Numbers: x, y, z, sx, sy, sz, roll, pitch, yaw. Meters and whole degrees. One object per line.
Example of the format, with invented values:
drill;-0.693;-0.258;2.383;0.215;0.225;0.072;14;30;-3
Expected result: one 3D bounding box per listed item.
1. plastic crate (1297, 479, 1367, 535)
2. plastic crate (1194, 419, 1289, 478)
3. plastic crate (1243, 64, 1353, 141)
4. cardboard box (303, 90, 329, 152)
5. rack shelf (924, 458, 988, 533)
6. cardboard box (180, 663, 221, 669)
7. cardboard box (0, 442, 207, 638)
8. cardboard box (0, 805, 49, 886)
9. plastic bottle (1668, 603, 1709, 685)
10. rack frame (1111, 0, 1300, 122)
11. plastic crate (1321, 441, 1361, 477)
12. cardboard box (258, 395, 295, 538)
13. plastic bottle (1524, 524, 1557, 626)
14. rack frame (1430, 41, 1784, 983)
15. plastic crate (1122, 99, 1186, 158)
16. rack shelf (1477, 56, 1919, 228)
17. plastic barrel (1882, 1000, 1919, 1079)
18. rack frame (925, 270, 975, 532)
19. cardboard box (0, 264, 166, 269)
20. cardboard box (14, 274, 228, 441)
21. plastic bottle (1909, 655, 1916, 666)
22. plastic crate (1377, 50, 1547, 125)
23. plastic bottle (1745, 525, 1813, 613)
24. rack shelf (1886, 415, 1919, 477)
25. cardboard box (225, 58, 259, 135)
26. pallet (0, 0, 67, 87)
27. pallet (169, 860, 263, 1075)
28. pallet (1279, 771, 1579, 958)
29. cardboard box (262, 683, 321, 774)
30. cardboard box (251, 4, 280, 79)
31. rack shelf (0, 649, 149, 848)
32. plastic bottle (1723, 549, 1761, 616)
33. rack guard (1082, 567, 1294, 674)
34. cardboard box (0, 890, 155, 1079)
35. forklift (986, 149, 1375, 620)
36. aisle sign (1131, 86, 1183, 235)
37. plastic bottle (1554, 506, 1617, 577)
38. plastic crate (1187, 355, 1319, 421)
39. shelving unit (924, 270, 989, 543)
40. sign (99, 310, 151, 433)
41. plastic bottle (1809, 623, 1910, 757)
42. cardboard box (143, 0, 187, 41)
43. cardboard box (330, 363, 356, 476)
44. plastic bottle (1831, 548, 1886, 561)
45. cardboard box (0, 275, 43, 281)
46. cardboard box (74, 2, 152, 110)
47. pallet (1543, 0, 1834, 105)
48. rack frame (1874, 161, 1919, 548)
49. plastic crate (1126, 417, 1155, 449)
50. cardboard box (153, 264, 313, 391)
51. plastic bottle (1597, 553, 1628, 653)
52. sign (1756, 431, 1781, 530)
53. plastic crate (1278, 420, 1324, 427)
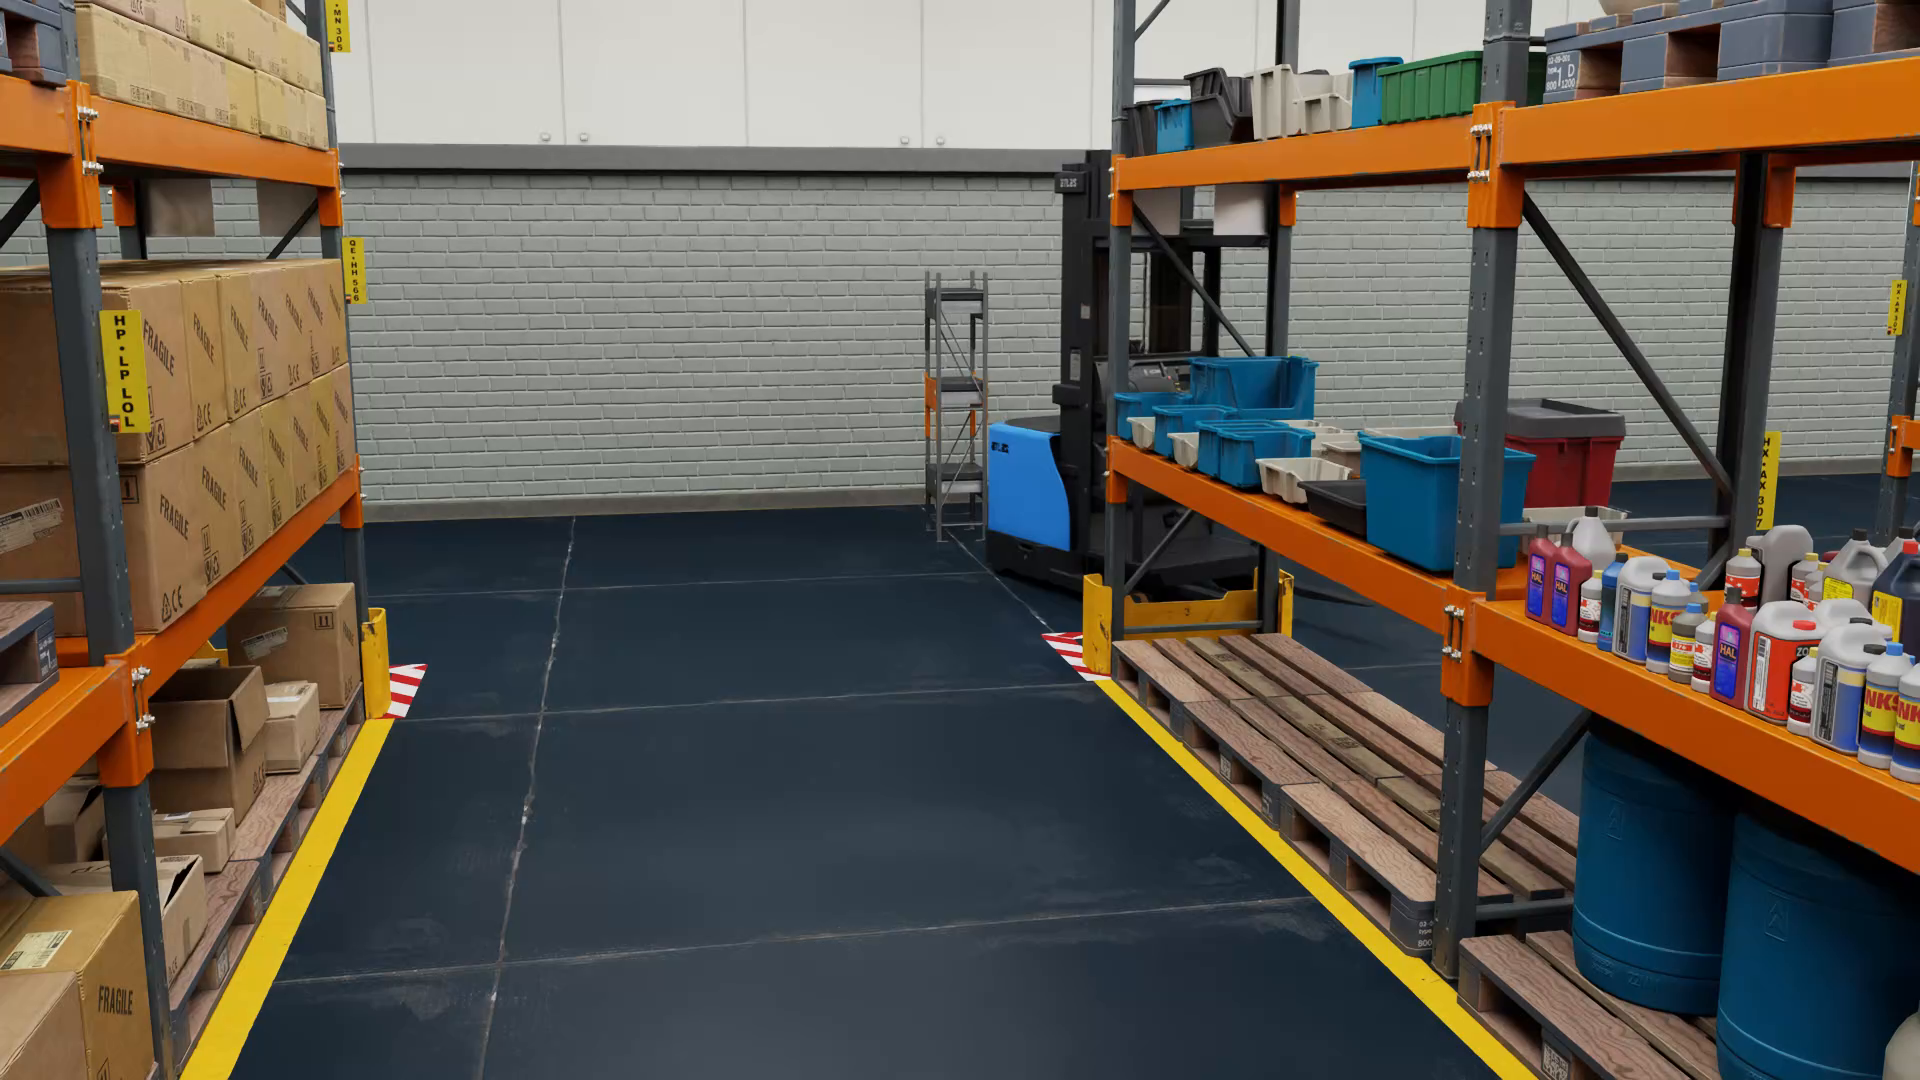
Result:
plastic crate;1.611;-0.128;6.420;0.437;0.125;0.590;-2;11;-11
plastic crate;1.295;-0.420;7.668;0.416;0.233;0.300;-2;11;-11
plastic crate;1.442;-1.769;6.763;0.437;0.282;0.530;-2;11;-11
cardboard box;-3.187;-1.907;7.573;0.500;0.250;0.500;-2;11;-11
rack shelf;-0.032;-0.361;13.293;0.431;0.518;0.480;-2;11;-11
cardboard box;-3.621;0.744;7.440;0.500;0.250;0.500;-2;11;-11
cardboard box;-2.600;-0.011;4.964;0.500;0.500;0.500;-2;11;-10
cardboard box;-3.157;1.059;5.117;0.500;0.500;0.500;-2;11;-11
plastic bottle;1.894;0.266;4.309;0.097;0.201;0.097;0;11;0
rack frame;1.314;-3.719;8.666;1.000;3.000;0.127;-2;11;-11
plastic crate;1.846;-0.371;7.668;0.298;0.136;0.250;-2;11;-11
cardboard box;-2.898;-0.290;6.429;0.500;0.500;0.500;-2;11;-12
plastic bottle;1.745;0.102;4.949;0.061;0.283;0.133;-2;11;-11
rack frame;2.092;-0.038;5.373;1.000;3.000;0.127;-2;11;-11
plastic crate;1.115;-2.100;8.535;0.497;0.269;0.590;-2;11;-11
rack shelf;2.481;-0.791;3.232;1.077;0.370;4.000;-2;11;-11
plastic barrel;2.341;1.315;3.795;0.421;0.512;0.421;0;11;0
rack frame;-0.080;-1.107;13.395;0.400;2.100;0.015;-2;11;-11
cardboard box;-3.516;-0.854;6.718;0.500;0.500;0.500;-2;11;-10
cardboard box;-2.684;-0.590;5.332;0.500;0.500;0.500;-2;11;-13
plastic bottle;2.152;0.363;3.799;0.097;0.201;0.097;0;11;0
plastic crate;1.713;-1.474;5.463;0.450;0.188;0.662;-2;11;-11
plastic bottle;2.486;0.084;5.066;0.152;0.276;0.135;-2;11;-11
rack shelf;6.561;-0.231;8.314;1.077;0.370;4.000;-2;11;-11
cardboard box;-2.909;-1.632;6.125;0.500;0.250;0.500;-2;11;-11
pallet;-2.710;-1.117;3.525;1.213;0.211;1.003;-2;11;-11
pallet;-2.900;1.386;5.353;1.003;0.211;1.213;-2;11;-11
pallet;1.911;1.199;6.335;1.003;0.211;1.213;-2;11;-11
cardboard box;-3.043;0.809;7.102;0.500;0.250;0.500;-2;11;-11
cardboard box;-3.005;-1.969;6.561;0.500;0.250;0.500;-2;11;-11
rack shelf;-2.379;0.862;2.570;1.077;0.370;4.000;-2;11;-11
plastic bottle;2.367;0.128;5.032;0.097;0.201;0.097;0;11;0
rack guard;1.296;0.453;9.482;1.175;0.500;0.348;-2;11;-11
cardboard box;-2.391;1.234;4.202;0.500;0.500;0.500;-2;11;-11
forklift;1.400;-1.039;10.815;1.130;2.935;3.031;-7;13;-32
aisle sign;1.009;-2.051;8.997;0.394;0.787;0.004;-2;11;-11
plastic bottle;1.850;0.070;4.937;0.144;0.351;0.185;-2;11;-11
plastic crate;1.562;-0.764;8.931;0.616;0.435;0.499;-2;11;-11
shelving unit;-0.032;-1.062;13.160;0.431;2.100;0.503;-2;11;-11
sign;-2.224;-0.448;4.431;0.100;0.325;0.005;-2;11;-11
plastic bottle;2.033;0.334;3.750;0.152;0.276;0.135;-2;11;-11
cardboard box;-2.718;-1.694;5.114;0.500;0.250;0.500;-2;11;-11
cardboard box;-3.192;-0.569;7.896;0.500;0.500;0.500;-2;11;-9
plastic bottle;2.557;0.151;4.714;0.152;0.276;0.135;-2;11;-11
cardboard box;-3.222;-0.576;5.258;0.500;0.500;0.500;-2;11;-12
cardboard box;-2.619;-1.356;4.679;0.500;0.250;0.500;-2;11;-11
pallet;2.340;-1.278;4.373;1.213;0.211;1.003;-2;11;-11
rack frame;6.172;-0.952;10.174;1.000;3.000;0.127;-2;11;-11
plastic crate;1.020;-0.552;8.621;0.250;0.136;0.298;-2;11;-11
cardboard box;-2.985;-0.873;6.820;0.500;0.500;0.500;-2;11;-9
plastic bottle;1.830;0.171;4.620;0.097;0.271;0.097;0;11;0
sign;2.632;-0.193;5.450;0.100;0.325;0.005;-2;11;-11
plastic crate;1.650;-0.528;8.495;0.396;0.136;0.243;-2;11;-11
